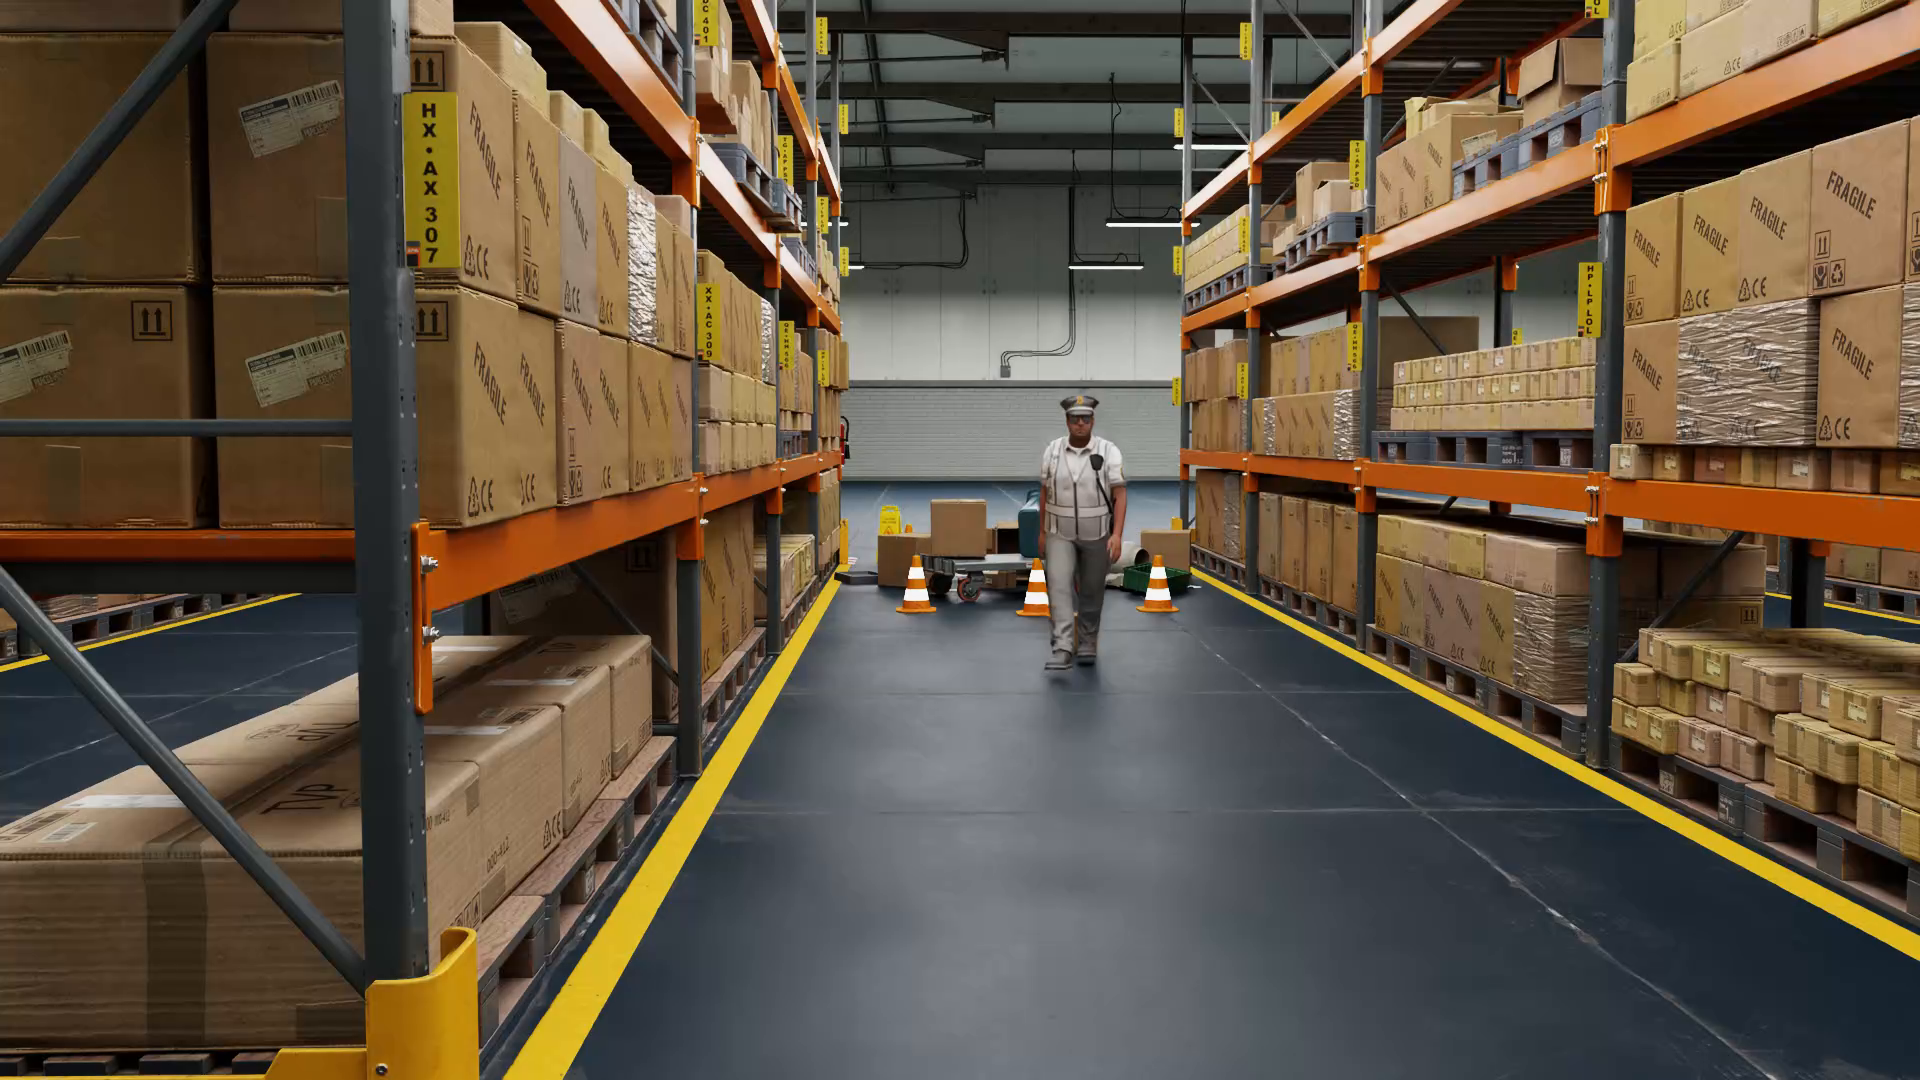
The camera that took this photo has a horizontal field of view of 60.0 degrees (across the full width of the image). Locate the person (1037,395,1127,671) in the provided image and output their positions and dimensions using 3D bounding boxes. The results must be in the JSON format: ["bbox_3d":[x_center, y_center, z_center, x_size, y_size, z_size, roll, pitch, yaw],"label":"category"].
[{"bbox_3d":[0.759,-0.061,10.424,0.570,1.692,1.042,0,4,5],"label":"person"}]
